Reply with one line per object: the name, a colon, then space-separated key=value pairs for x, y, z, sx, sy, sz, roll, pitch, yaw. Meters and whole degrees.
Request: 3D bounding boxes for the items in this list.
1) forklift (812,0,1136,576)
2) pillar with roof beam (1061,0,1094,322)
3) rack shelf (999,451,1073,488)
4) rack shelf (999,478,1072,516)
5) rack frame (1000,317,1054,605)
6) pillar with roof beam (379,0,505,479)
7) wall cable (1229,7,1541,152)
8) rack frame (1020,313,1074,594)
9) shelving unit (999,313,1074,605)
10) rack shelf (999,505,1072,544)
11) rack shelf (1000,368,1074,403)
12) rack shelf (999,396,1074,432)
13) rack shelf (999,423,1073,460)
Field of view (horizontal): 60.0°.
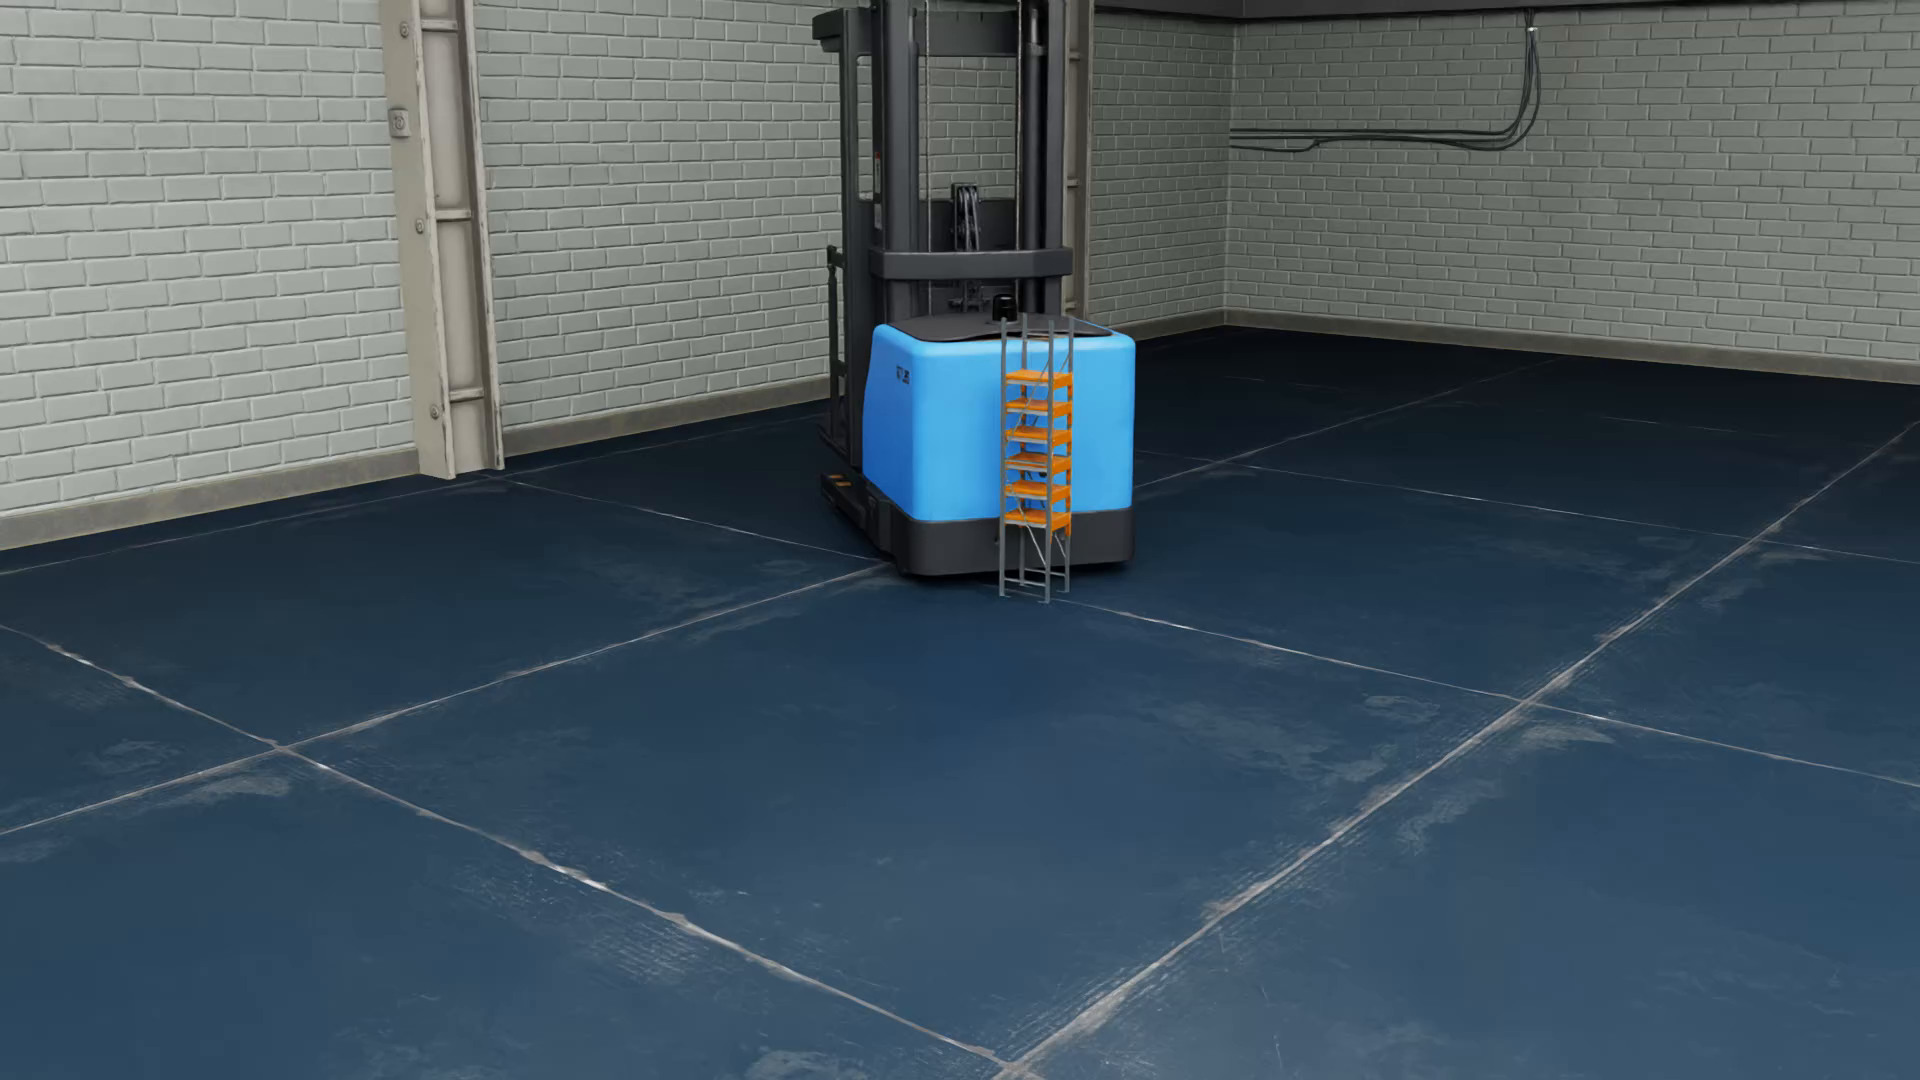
forklift: x=-0.109 y=-1.583 z=8.400 sx=1.130 sy=2.935 sz=3.031 roll=-4 pitch=15 yaw=-16
pillar with roof beam: x=4.205 y=-5.251 z=10.515 sx=9.100 sy=9.000 sz=0.400 roll=11 pitch=18 yaw=38
rack shelf: x=0.322 y=-0.300 z=7.043 sx=0.258 sy=0.103 sz=0.180 roll=8 pitch=17 yaw=29
rack shelf: x=0.322 y=-0.183 z=7.073 sx=0.258 sy=0.103 sz=0.180 roll=8 pitch=17 yaw=29
rack frame: x=0.276 y=-0.323 z=6.955 sx=0.240 sy=1.200 sz=0.006 roll=8 pitch=17 yaw=29
pillar with roof beam: x=0.434 y=-4.102 z=5.992 sx=9.100 sy=9.000 sz=0.400 roll=11 pitch=18 yaw=38
wall cable: x=3.737 y=-4.771 z=14.935 sx=3.097 sy=2.526 sz=0.112 roll=11 pitch=18 yaw=38
rack frame: x=0.368 y=-0.362 z=7.108 sx=0.240 sy=1.200 sz=0.006 roll=8 pitch=17 yaw=29
shelving unit: x=0.322 y=-0.343 z=7.032 sx=0.258 sy=1.200 sz=0.189 roll=8 pitch=17 yaw=29
rack shelf: x=0.322 y=-0.067 z=7.103 sx=0.258 sy=0.103 sz=0.180 roll=8 pitch=17 yaw=29
rack shelf: x=0.322 y=-0.648 z=6.953 sx=0.258 sy=0.103 sz=0.180 roll=8 pitch=17 yaw=29
rack shelf: x=0.322 y=-0.532 z=6.983 sx=0.258 sy=0.103 sz=0.180 roll=8 pitch=17 yaw=29
rack shelf: x=0.322 y=-0.416 z=7.013 sx=0.258 sy=0.103 sz=0.180 roll=8 pitch=17 yaw=29
